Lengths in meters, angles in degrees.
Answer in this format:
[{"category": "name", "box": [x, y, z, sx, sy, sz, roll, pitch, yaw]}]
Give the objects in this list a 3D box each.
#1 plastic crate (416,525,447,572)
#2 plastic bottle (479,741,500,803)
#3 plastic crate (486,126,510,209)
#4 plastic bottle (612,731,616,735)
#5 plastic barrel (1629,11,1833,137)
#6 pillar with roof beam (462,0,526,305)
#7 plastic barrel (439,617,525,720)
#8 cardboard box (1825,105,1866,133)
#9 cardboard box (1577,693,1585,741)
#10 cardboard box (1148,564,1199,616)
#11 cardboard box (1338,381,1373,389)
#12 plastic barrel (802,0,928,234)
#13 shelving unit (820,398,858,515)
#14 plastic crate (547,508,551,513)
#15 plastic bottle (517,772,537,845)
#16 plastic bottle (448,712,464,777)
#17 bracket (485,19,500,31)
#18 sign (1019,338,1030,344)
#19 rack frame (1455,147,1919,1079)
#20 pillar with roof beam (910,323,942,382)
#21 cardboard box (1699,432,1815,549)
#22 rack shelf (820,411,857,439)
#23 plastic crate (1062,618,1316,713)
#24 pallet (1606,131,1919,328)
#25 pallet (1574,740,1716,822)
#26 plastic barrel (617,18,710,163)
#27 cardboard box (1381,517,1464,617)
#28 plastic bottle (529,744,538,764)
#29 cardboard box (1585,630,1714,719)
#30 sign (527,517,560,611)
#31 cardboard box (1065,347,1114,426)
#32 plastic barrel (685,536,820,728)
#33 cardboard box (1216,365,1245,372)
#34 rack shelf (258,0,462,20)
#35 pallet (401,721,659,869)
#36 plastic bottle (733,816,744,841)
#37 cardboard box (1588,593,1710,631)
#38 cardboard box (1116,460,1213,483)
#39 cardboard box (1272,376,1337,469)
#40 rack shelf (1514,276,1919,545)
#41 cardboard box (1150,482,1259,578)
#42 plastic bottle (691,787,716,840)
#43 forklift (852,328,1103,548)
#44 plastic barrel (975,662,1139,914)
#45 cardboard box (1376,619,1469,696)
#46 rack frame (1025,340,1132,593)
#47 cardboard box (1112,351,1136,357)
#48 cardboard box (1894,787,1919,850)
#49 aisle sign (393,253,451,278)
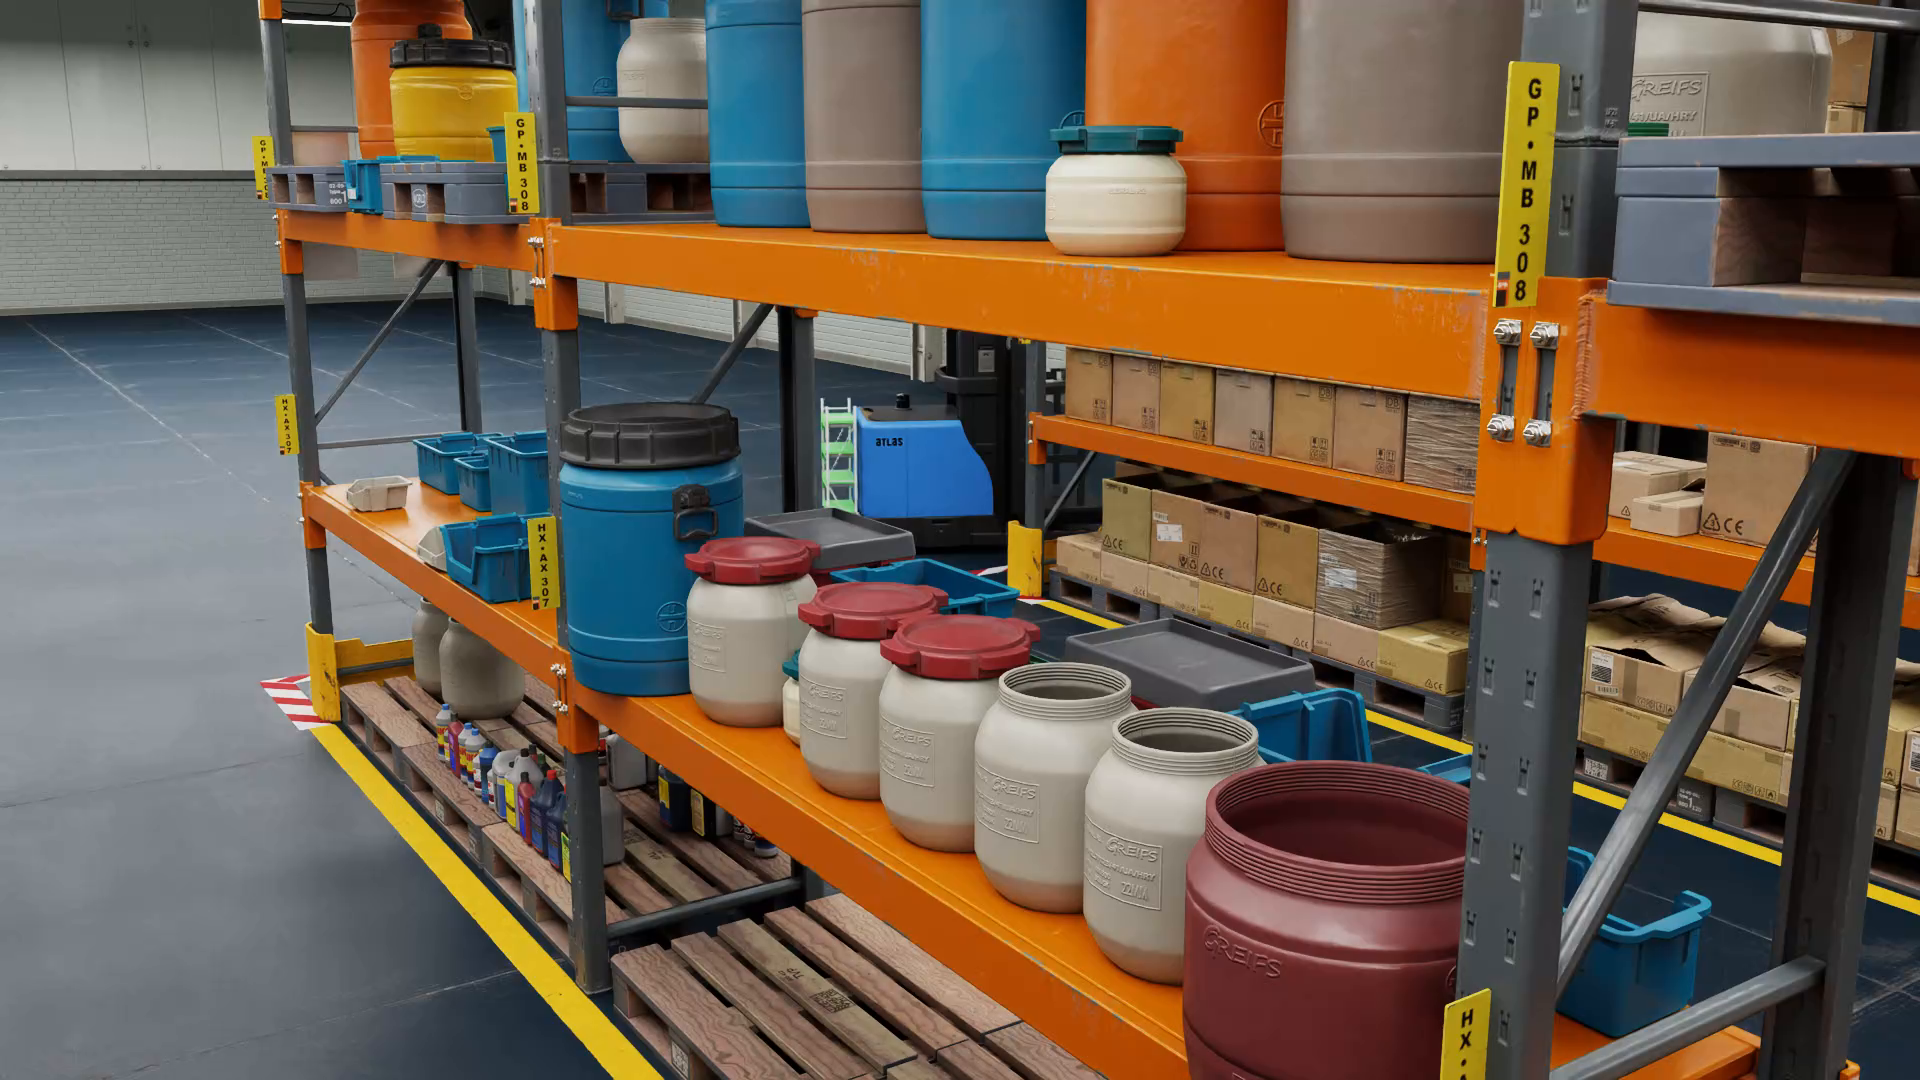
[{"category": "plastic crate", "box": [-2.101, 0.025, 7.345, 0.530, 0.136, 0.437, -8, 15, -33]}, {"category": "plastic bottle", "box": [-2.104, 1.035, 7.462, 0.097, 0.271, 0.097, 0, 12, 0]}, {"category": "plastic crate", "box": [-1.899, -1.711, 7.679, 0.392, 0.384, 0.575, -8, 15, -33]}, {"category": "plastic bottle", "box": [-1.611, 0.994, 7.815, 0.097, 0.201, 0.097, 0, 12, 0]}, {"category": "plastic barrel", "box": [1.309, -0.745, 2.966, 0.421, 0.512, 0.421, 0, 12, 0]}, {"category": "pillar with roof beam", "box": [-14.056, -9.464, 36.074, 9.100, 9.000, 0.548, -8, 15, -33]}, {"category": "plastic barrel", "box": [-2.501, 0.651, 8.705, 0.421, 0.512, 0.421, 0, 12, 0]}, {"category": "cardboard box", "box": [3.775, -1.820, 7.510, 0.500, 0.250, 0.500, -10, 16, -38]}, {"category": "cardboard box", "box": [3.153, 0.808, 8.598, 0.500, 0.250, 0.500, -9, 15, -34]}, {"category": "cardboard box", "box": [1.588, 0.295, 10.945, 0.500, 0.250, 0.500, -8, 15, -33]}, {"category": "cardboard box", "box": [2.378, -0.957, 9.463, 0.380, 0.149, 0.250, -8, 15, -33]}, {"category": "plastic barrel", "box": [-0.165, -1.374, 4.931, 0.600, 0.901, 0.600, 0, 12, 0]}, {"category": "shelving unit", "box": [-0.974, -0.516, 13.412, 0.258, 1.200, 0.503, -2, 12, -9]}, {"category": "plastic crate", "box": [-1.507, -0.017, 7.412, 0.450, 0.188, 0.662, -8, 15, -33]}, {"category": "plastic bottle", "box": [-1.818, 1.128, 7.010, 0.061, 0.283, 0.133, -7, 14, -29]}, {"category": "plastic bottle", "box": [-2.351, 0.957, 7.792, 0.061, 0.283, 0.133, -8, 15, -32]}, {"category": "bracket", "box": [-10.538, -11.616, 37.490, 0.235, 0.232, 0.430, -8, 15, -33]}, {"category": "sign", "box": [0.454, -1.539, 11.667, 0.100, 0.325, 0.005, -8, 15, -33]}, {"category": "rack frame", "box": [1.226, 0.866, 2.880, 1.000, 3.000, 0.127, -8, 15, -33]}, {"category": "pillar with roof beam", "box": [-4.084, -6.263, 21.435, 9.100, 9.000, 0.400, -8, 15, -33]}, {"category": "cardboard box", "box": [3.839, -0.248, 7.738, 0.500, 0.500, 0.500, -7, 14, -29]}, {"category": "rack shelf", "box": [-0.974, -0.922, 13.323, 0.258, 0.148, 0.480, -2, 12, -9]}, {"category": "plastic crate", "box": [0.585, 0.511, 4.353, 0.402, 0.464, 0.583, -8, 15, -33]}, {"category": "pallet", "box": [1.568, -0.359, 1.905, 1.003, 0.211, 1.213, -8, 15, -33]}, {"category": "pallet", "box": [3.576, 1.058, 8.531, 1.003, 0.211, 1.213, -8, 15, -33]}, {"category": "plastic barrel", "box": [-1.065, -1.670, 6.212, 0.421, 0.512, 0.421, 0, 12, 0]}, {"category": "cardboard box", "box": [2.856, 0.133, 9.929, 0.500, 0.500, 0.500, -8, 15, -33]}, {"category": "plastic bottle", "box": [-1.871, 1.053, 7.355, 0.061, 0.283, 0.133, -8, 15, -33]}, {"category": "cardboard box", "box": [3.430, 0.626, 8.119, 0.500, 0.311, 0.500, -8, 15, -33]}, {"category": "sign", "box": [-1.454, 0.083, 5.815, 0.100, 0.325, 0.005, -8, 15, -33]}, {"category": "cardboard box", "box": [1.167, -1.107, 11.667, 0.700, 0.500, 0.500, -8, 15, -33]}, {"category": "plastic barrel", "box": [-0.643, 0.284, 5.222, 0.433, 0.535, 0.433, 0, 12, 0]}, {"category": "cardboard box", "box": [1.808, -1.139, 10.298, 0.380, 0.149, 0.250, -8, 15, -32]}, {"category": "rack shelf", "box": [-2.098, -2.585, 7.238, 1.077, 0.370, 4.000, -8, 15, -33]}, {"category": "pallet", "box": [-2.008, 1.175, 7.993, 1.003, 0.211, 1.213, -8, 15, -33]}, {"category": "plastic bottle", "box": [-0.915, 1.162, 7.047, 0.097, 0.201, 0.097, 0, 12, 0]}, {"category": "cardboard box", "box": [3.598, 0.471, 8.826, 0.500, 0.311, 0.500, -8, 15, -33]}, {"category": "cardboard box", "box": [1.464, -0.310, 11.958, 0.500, 0.500, 0.500, -8, 15, -33]}, {"category": "cardboard box", "box": [2.312, -0.741, 9.993, 0.700, 0.500, 0.500, -8, 15, -32]}, {"category": "rack shelf", "box": [2.334, 0.108, 1.010, 1.077, 0.370, 4.000, -8, 15, -33]}, {"category": "cardboard box", "box": [1.597, -0.073, 10.871, 0.500, 0.500, 0.500, -8, 15, -33]}, {"category": "plastic bottle", "box": [-1.092, 1.117, 7.063, 0.061, 0.283, 0.133, -8, 15, -33]}, {"category": "forklift", "box": [0.640, -1.452, 13.640, 3.031, 2.935, 1.130, -2, 12, -8]}, {"category": "plastic barrel", "box": [0.245, 0.579, 3.932, 0.421, 0.512, 0.421, 0, 12, 0]}, {"category": "cardboard box", "box": [2.697, 0.651, 9.319, 0.500, 0.250, 0.500, -8, 15, -33]}, {"category": "rack frame", "box": [0.919, -1.142, 12.064, 1.000, 3.000, 0.127, -8, 15, -33]}, {"category": "cardboard box", "box": [1.243, -1.322, 11.131, 0.380, 0.149, 0.250, -8, 15, -33]}, {"category": "cardboard box", "box": [4.292, 1.173, 6.930, 0.500, 0.250, 0.500, -8, 15, -31]}, {"category": "aisle sign", "box": [-2.999, -1.875, 9.328, 0.394, 0.787, 0.004, -8, 15, -33]}]
